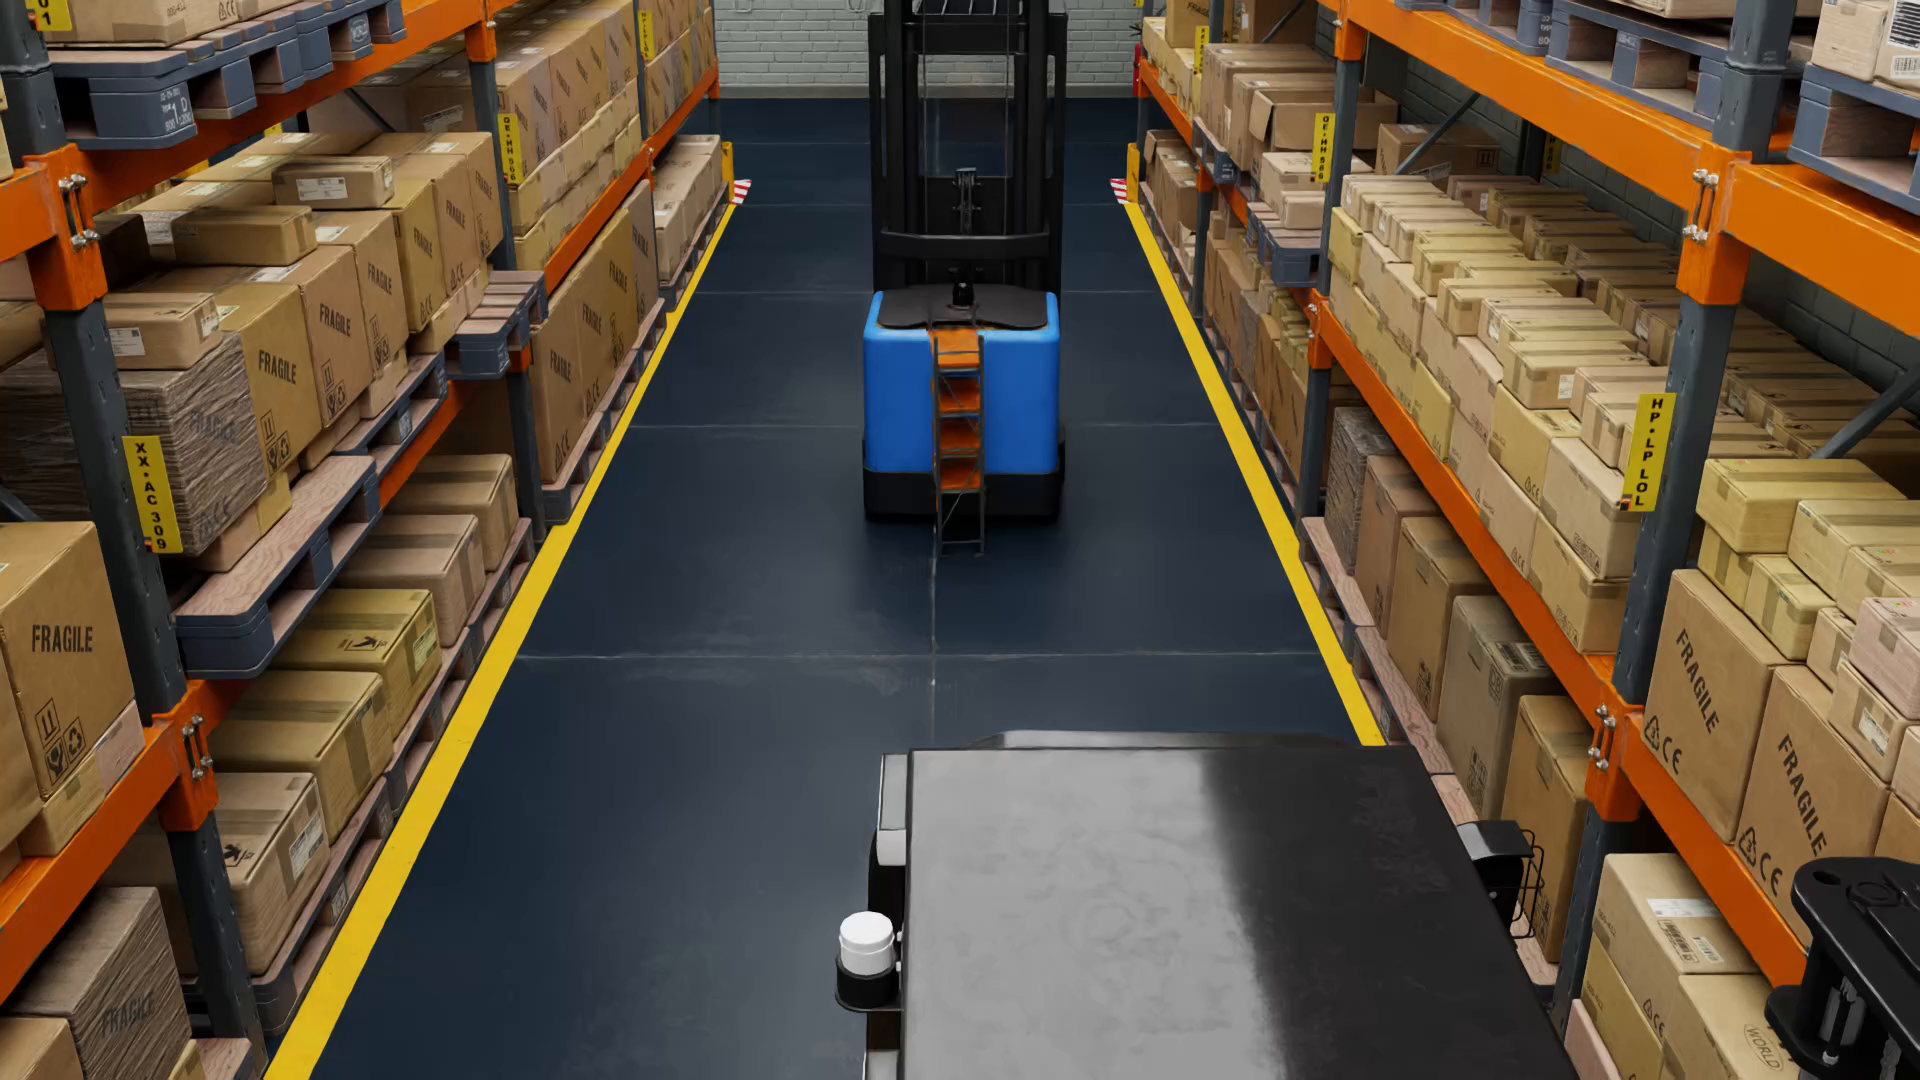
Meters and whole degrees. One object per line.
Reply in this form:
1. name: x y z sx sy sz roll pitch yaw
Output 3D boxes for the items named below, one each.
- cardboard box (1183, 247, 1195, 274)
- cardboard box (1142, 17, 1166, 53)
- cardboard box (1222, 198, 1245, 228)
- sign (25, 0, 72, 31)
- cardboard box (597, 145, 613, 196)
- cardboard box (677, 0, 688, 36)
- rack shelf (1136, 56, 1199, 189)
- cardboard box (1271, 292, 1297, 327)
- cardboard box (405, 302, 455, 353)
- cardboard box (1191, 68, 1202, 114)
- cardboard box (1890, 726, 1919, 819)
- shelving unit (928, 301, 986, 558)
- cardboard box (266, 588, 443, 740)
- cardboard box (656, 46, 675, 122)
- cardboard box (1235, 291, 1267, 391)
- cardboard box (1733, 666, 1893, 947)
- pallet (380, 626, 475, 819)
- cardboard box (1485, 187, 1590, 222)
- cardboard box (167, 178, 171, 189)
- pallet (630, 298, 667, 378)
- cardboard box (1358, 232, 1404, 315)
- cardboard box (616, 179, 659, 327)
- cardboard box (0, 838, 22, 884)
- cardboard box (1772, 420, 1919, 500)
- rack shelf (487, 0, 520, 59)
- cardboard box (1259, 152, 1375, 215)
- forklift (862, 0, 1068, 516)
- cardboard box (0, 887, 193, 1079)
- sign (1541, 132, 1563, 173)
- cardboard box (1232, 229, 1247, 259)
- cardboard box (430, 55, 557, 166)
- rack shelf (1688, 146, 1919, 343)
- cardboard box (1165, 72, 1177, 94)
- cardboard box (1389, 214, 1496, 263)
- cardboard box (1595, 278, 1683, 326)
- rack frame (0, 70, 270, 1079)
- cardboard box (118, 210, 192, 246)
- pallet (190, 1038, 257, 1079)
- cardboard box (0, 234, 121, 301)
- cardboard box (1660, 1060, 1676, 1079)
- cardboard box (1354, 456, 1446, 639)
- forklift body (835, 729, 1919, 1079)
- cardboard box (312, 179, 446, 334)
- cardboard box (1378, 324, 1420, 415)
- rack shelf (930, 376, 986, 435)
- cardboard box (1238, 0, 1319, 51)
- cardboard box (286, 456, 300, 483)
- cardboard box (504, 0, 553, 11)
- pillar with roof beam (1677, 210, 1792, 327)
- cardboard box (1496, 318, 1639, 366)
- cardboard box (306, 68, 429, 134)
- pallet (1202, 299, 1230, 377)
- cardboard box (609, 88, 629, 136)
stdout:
1. cardboard box: 1.935 -2.157 12.829 0.380 0.149 0.250 -1 24 -2
2. cardboard box: 1.927 -4.564 15.021 0.500 0.250 0.500 0 24 0
3. cardboard box: 2.024 -2.264 11.491 0.380 0.149 0.250 -1 24 -3
4. sign: -2.098 -1.324 3.770 0.100 0.325 0.005 0 24 -1
5. cardboard box: -2.480 -2.343 10.471 0.500 0.250 0.500 -1 24 -2
6. cardboard box: -2.488 -4.338 13.367 0.500 0.500 0.500 0 24 -1
7. rack shelf: 2.213 -3.533 13.794 1.077 0.370 4.000 0 24 -1
8. cardboard box: 2.067 -1.371 9.878 0.380 0.149 0.250 -1 24 -1
9. cardboard box: -2.311 -0.876 6.843 0.380 0.149 0.250 0 24 0
10. cardboard box: 1.986 -3.312 12.255 0.500 0.250 0.500 0 24 1
11. cardboard box: 2.028 0.476 3.150 0.380 0.149 0.250 0 24 -1
12. shelving unit: -0.016 -0.561 8.496 0.258 1.200 0.503 -2 28 -3
13. cardboard box: -2.670 0.491 6.703 0.950 0.372 0.625 1 24 1
14. cardboard box: -2.473 -3.460 12.639 0.500 0.500 0.500 0 24 0
15. cardboard box: 2.032 -1.250 10.397 0.500 0.500 0.500 -1 24 -2
16. cardboard box: 2.088 0.613 3.633 0.500 0.500 0.500 0 24 0
17. pallet: -2.667 0.730 6.880 1.003 0.211 1.213 0 24 -1
18. cardboard box: 2.599 -1.489 7.493 0.380 0.149 0.250 0 24 1
19. cardboard box: -7.506 -3.273 15.297 0.380 0.149 0.250 0 24 0
20. pallet: -2.644 -1.424 11.643 1.003 0.211 1.213 0 24 -1
21. cardboard box: 2.044 -1.157 7.244 0.500 0.250 0.500 0 24 1
22. cardboard box: -2.641 -1.981 11.558 0.875 0.875 0.875 0 24 1
23. cardboard box: -2.398 0.740 3.778 0.380 0.149 0.250 0 24 0
24. cardboard box: 2.533 -0.227 4.703 0.380 0.149 0.250 -1 24 -2
25. rack shelf: -2.706 -3.227 9.479 1.077 0.370 4.000 0 24 -1
26. cardboard box: 1.944 -1.944 9.081 0.500 0.250 0.500 -1 24 -3
27. forklift: 0.049 -2.027 9.676 1.130 2.935 3.031 1 24 2
28. cardboard box: -2.366 1.246 4.271 0.500 0.500 0.500 -1 24 -1
29. sign: 2.834 -1.919 7.949 0.100 0.325 0.005 0 24 -1
30. cardboard box: 2.068 -2.016 11.304 0.380 0.149 0.250 -1 24 -3
31. cardboard box: -2.461 -2.274 8.803 0.500 0.500 0.500 0 24 0
32. rack shelf: 2.344 0.045 2.243 1.077 0.370 4.000 0 24 -1
33. cardboard box: 1.908 -3.794 13.803 0.380 0.149 0.250 0 24 1
34. cardboard box: 2.036 -1.273 7.016 0.380 0.149 0.250 0 24 0
35. cardboard box: 2.563 -0.855 6.092 0.380 0.149 0.250 0 24 0
36. rack frame: -2.641 0.284 4.482 1.000 3.000 0.127 0 24 -1
37. cardboard box: -2.888 -0.911 6.131 0.500 0.500 0.500 -1 24 -3
38. pallet: -2.598 1.831 4.445 1.003 0.211 1.213 0 24 -1
39. cardboard box: -2.892 -0.857 5.226 0.380 0.149 0.250 -1 24 -2
40. cardboard box: 2.026 1.502 4.009 0.500 0.250 0.500 0 24 -1
41. cardboard box: 2.287 0.029 7.418 0.875 0.625 0.625 1 24 1
42. forklift body: 0.521 1.522 2.775 2.313 2.155 1.214 0 24 -1
43. cardboard box: -2.378 -1.130 6.616 0.500 0.500 0.500 -2 24 -4
44. cardboard box: 2.052 -0.716 6.876 0.500 0.250 0.500 -1 24 -2
45. rack shelf: -0.018 -0.699 8.424 0.258 0.148 0.480 -2 28 -3
46. cardboard box: 2.485 -4.060 12.998 0.500 0.500 0.500 -1 24 -2
47. cardboard box: -2.405 -0.241 5.439 0.380 0.149 0.250 1 24 3
48. cardboard box: -3.011 -3.331 11.140 0.500 0.500 0.500 0 24 0
49. pillar with roof beam: -1.111 -3.569 5.721 9.100 9.000 0.400 0 24 -1
50. cardboard box: 2.050 -0.644 5.625 0.380 0.149 0.250 -1 24 -2
51. cardboard box: -2.952 -2.077 8.368 0.500 0.500 0.500 -1 24 -2
52. pallet: 2.282 -1.431 11.657 1.003 0.211 1.213 0 24 -1
53. cardboard box: -2.467 -2.785 10.844 0.500 0.250 0.500 0 24 1
